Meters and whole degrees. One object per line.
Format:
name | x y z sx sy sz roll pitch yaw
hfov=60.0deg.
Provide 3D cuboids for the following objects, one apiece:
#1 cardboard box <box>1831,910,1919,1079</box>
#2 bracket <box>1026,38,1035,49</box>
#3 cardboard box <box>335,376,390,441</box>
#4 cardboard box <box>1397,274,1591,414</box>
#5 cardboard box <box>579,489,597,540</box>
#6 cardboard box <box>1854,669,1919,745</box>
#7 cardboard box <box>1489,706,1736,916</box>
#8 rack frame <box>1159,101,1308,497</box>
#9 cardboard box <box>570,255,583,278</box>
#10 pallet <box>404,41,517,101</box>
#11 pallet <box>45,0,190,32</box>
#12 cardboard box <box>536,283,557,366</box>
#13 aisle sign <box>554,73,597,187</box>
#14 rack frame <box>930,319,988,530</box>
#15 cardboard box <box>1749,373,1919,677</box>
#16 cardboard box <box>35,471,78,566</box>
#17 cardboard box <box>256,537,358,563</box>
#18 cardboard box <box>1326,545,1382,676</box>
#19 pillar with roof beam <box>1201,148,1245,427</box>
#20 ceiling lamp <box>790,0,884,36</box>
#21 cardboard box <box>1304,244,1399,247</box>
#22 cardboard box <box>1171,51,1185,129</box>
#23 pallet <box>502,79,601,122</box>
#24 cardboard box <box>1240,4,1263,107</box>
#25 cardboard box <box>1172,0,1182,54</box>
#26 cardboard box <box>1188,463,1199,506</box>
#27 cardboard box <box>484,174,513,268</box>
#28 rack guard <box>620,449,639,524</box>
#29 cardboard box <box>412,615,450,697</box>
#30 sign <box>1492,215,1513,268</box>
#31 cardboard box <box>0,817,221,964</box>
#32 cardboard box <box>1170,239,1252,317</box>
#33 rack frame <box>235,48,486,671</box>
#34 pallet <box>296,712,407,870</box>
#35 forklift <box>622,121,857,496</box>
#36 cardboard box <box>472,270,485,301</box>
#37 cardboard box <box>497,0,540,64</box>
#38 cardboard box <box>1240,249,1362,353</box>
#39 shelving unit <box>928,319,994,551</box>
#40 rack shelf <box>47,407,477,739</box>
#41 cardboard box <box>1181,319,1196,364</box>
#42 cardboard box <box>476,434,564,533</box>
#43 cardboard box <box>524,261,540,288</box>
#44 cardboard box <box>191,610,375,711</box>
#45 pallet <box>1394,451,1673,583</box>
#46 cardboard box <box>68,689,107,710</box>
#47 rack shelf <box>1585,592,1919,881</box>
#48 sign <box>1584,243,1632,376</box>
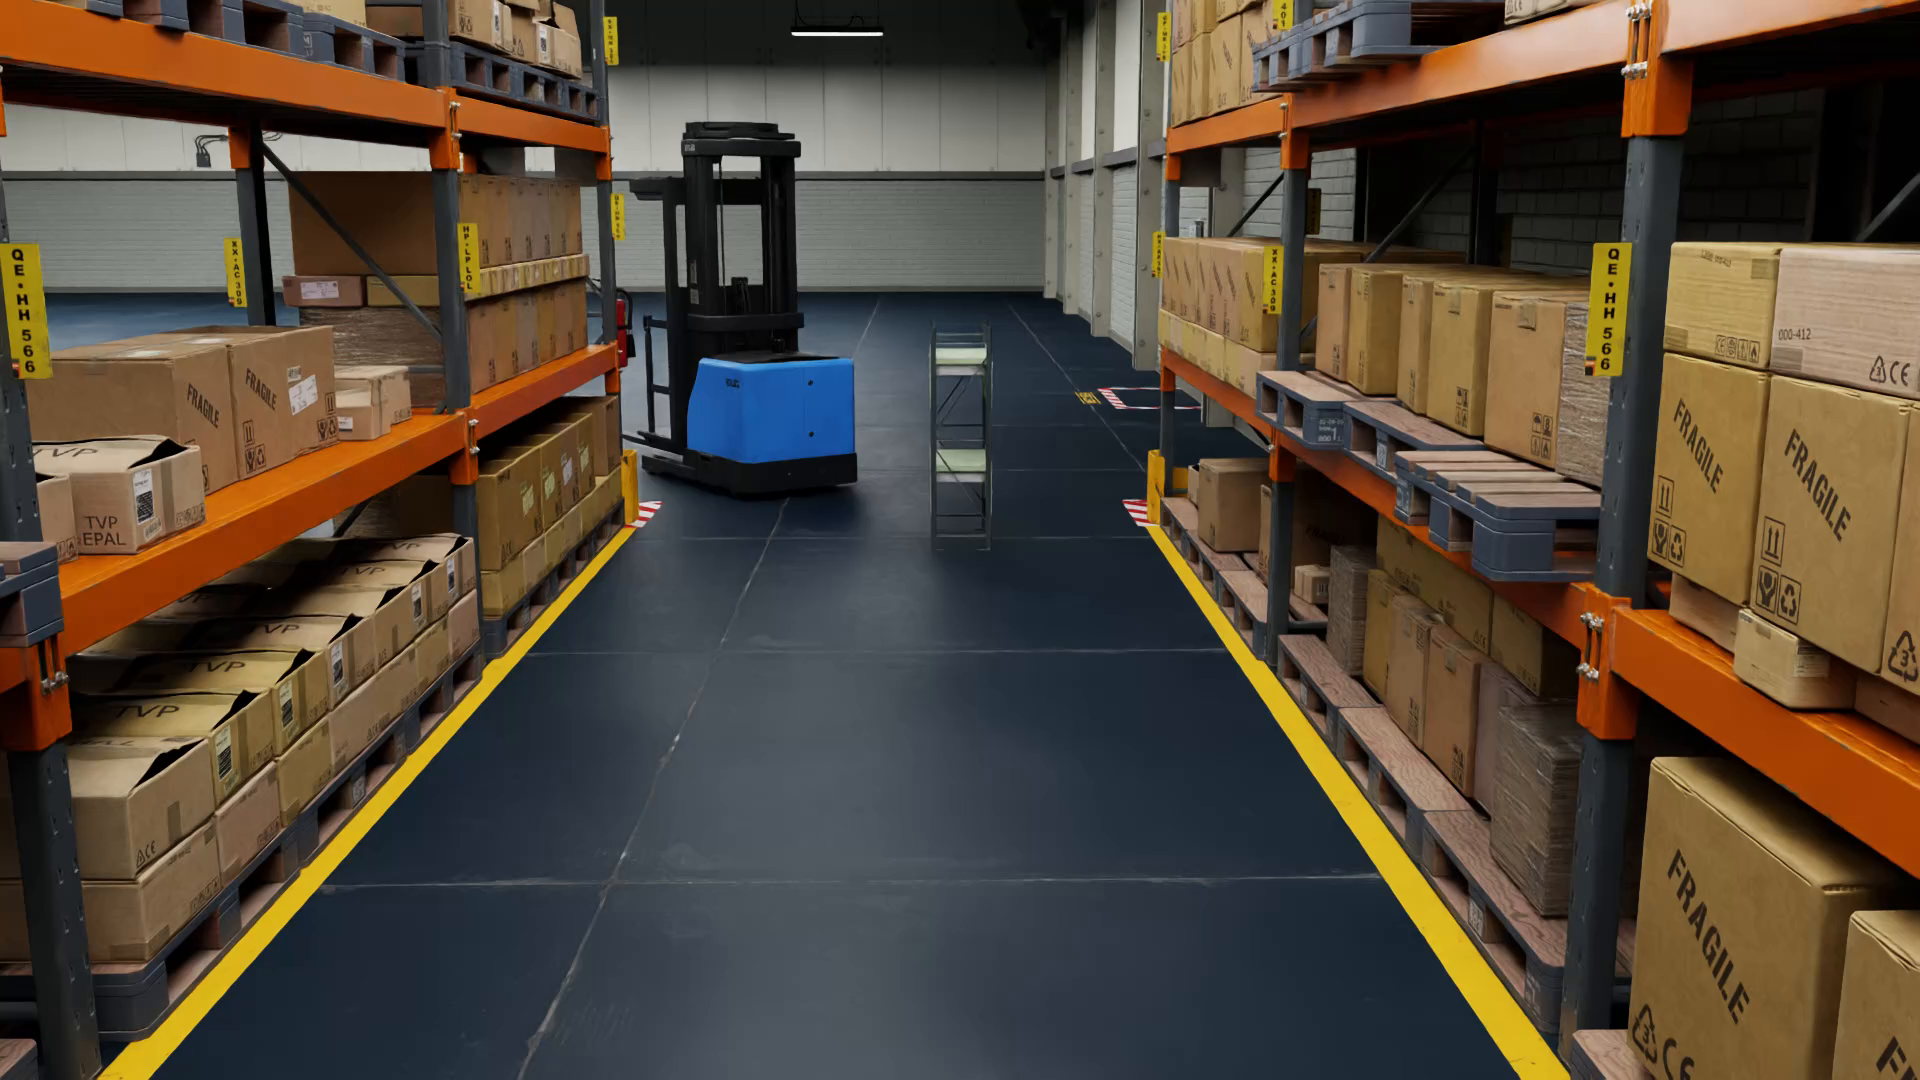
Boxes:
cardboard box | 2.038 1.126 2.814 0.750 0.750 0.750 0 11 -1
bracket | 1.823 -12.717 42.556 0.235 0.232 0.430 0 11 -1
cardboard box | -2.692 -0.576 7.194 0.396 0.266 0.258 -1 11 -3
cardboard box | 2.085 -0.759 6.397 0.700 0.500 0.500 1 12 7
cardboard box | -2.635 -0.166 10.691 0.500 0.250 0.500 0 11 -1
cardboard box | 1.963 0.290 3.166 0.380 0.149 0.250 0 11 -2
cardboard box | 2.075 0.824 5.133 0.700 0.500 0.500 0 11 0
rack frame | 1.976 -1.633 12.062 1.000 3.000 0.127 0 11 -1
cardboard box | -2.771 -1.851 11.257 0.380 0.149 0.250 0 11 0
pallet | -2.937 -2.412 8.584 1.003 0.211 1.213 0 11 -1
pallet | -2.914 -1.533 4.503 1.213 0.211 1.003 0 11 1
cardboard box | -2.959 -1.365 10.489 0.700 0.500 0.500 0 11 -1
aisle sign | -2.684 -2.900 11.770 0.394 0.787 0.004 0 11 -1
rack frame | -0.008 -0.809 11.775 0.400 1.500 0.023 0 11 -1
cardboard box | 1.897 -0.045 3.187 0.500 0.500 0.500 0 11 1
cardboard box | -2.775 -0.050 4.485 0.500 0.311 0.500 0 11 2
cardboard box | -3.134 0.134 7.805 0.500 0.311 0.500 0 11 -1
cardboard box | 2.091 0.318 7.627 0.700 0.500 0.500 0 11 1
pillar with roof beam | -1.572 -5.612 16.589 9.100 9.000 0.400 0 11 -1
ceiling lamp | -2.644 -12.473 35.725 2.000 3.185 0.800 0 11 -1
cardboard box | 2.246 -1.437 9.541 0.500 0.500 0.500 0 11 0
cardboard box | 1.733 -3.094 11.419 0.500 0.500 0.500 0 11 0
pallet | -2.987 -2.898 10.975 1.003 0.211 1.213 0 11 -1
cardboard box | 1.804 -2.566 8.818 0.500 0.500 0.500 -1 12 -6
cardboard box | 1.742 -3.574 11.270 0.500 0.500 0.500 -1 12 -5
cardboard box | 1.901 -0.393 11.606 0.500 0.311 0.500 -2 12 -8
cardboard box | -2.930 -1.789 9.320 0.700 0.500 0.500 0 11 -1
rack guard | -2.977 -0.391 12.230 1.175 0.500 0.348 0 11 -1
cardboard box | -2.586 0.507 7.374 0.500 0.250 0.500 0 11 -2
sign | 2.614 -1.408 8.042 0.100 0.325 0.005 0 11 -1
cardboard box | -2.528 1.015 4.870 0.500 0.250 0.500 0 11 -1
cardboard box | 1.686 -1.742 11.042 0.500 0.500 0.500 0 11 -1
rack frame | -2.893 -0.816 8.039 1.000 3.000 0.127 0 11 -1
pallet | -2.811 0.940 6.396 1.003 0.211 1.213 0 11 -1
forklift | -2.098 -2.026 14.172 1.130 2.935 3.031 -8 14 -34
cardboard box | -2.718 -1.339 8.730 0.380 0.149 0.250 -1 11 -3
cardboard box | -2.801 -2.939 9.291 0.797 0.503 0.637 1 12 5
cardboard box | 1.740 -1.234 8.538 0.500 0.500 0.500 0 11 -1
shelving unit | 0.000 -0.736 11.417 0.431 1.500 0.755 0 11 -1
rack shelf | -2.852 -0.066 6.151 1.077 0.370 4.000 0 11 -1
cardboard box | 1.699 -1.266 10.583 0.500 0.250 0.500 0 11 -2
cardboard box | -2.611 -0.334 9.636 0.500 0.500 0.500 0 11 -1
cardboard box | -2.744 -1.595 9.993 0.380 0.149 0.250 0 11 -2
cardboard box | -2.567 0.432 6.332 0.500 0.311 0.500 0 11 -2
pallet | 2.021 -0.090 4.939 1.213 0.211 1.003 0 11 -1
cardboard box | -3.085 0.639 5.313 0.500 0.311 0.500 0 11 -2
rack shelf | 2.183 0.708 2.335 1.077 0.370 4.000 0 11 -1
sign | 1.599 -0.567 4.096 0.100 0.325 0.005 0 11 -1
